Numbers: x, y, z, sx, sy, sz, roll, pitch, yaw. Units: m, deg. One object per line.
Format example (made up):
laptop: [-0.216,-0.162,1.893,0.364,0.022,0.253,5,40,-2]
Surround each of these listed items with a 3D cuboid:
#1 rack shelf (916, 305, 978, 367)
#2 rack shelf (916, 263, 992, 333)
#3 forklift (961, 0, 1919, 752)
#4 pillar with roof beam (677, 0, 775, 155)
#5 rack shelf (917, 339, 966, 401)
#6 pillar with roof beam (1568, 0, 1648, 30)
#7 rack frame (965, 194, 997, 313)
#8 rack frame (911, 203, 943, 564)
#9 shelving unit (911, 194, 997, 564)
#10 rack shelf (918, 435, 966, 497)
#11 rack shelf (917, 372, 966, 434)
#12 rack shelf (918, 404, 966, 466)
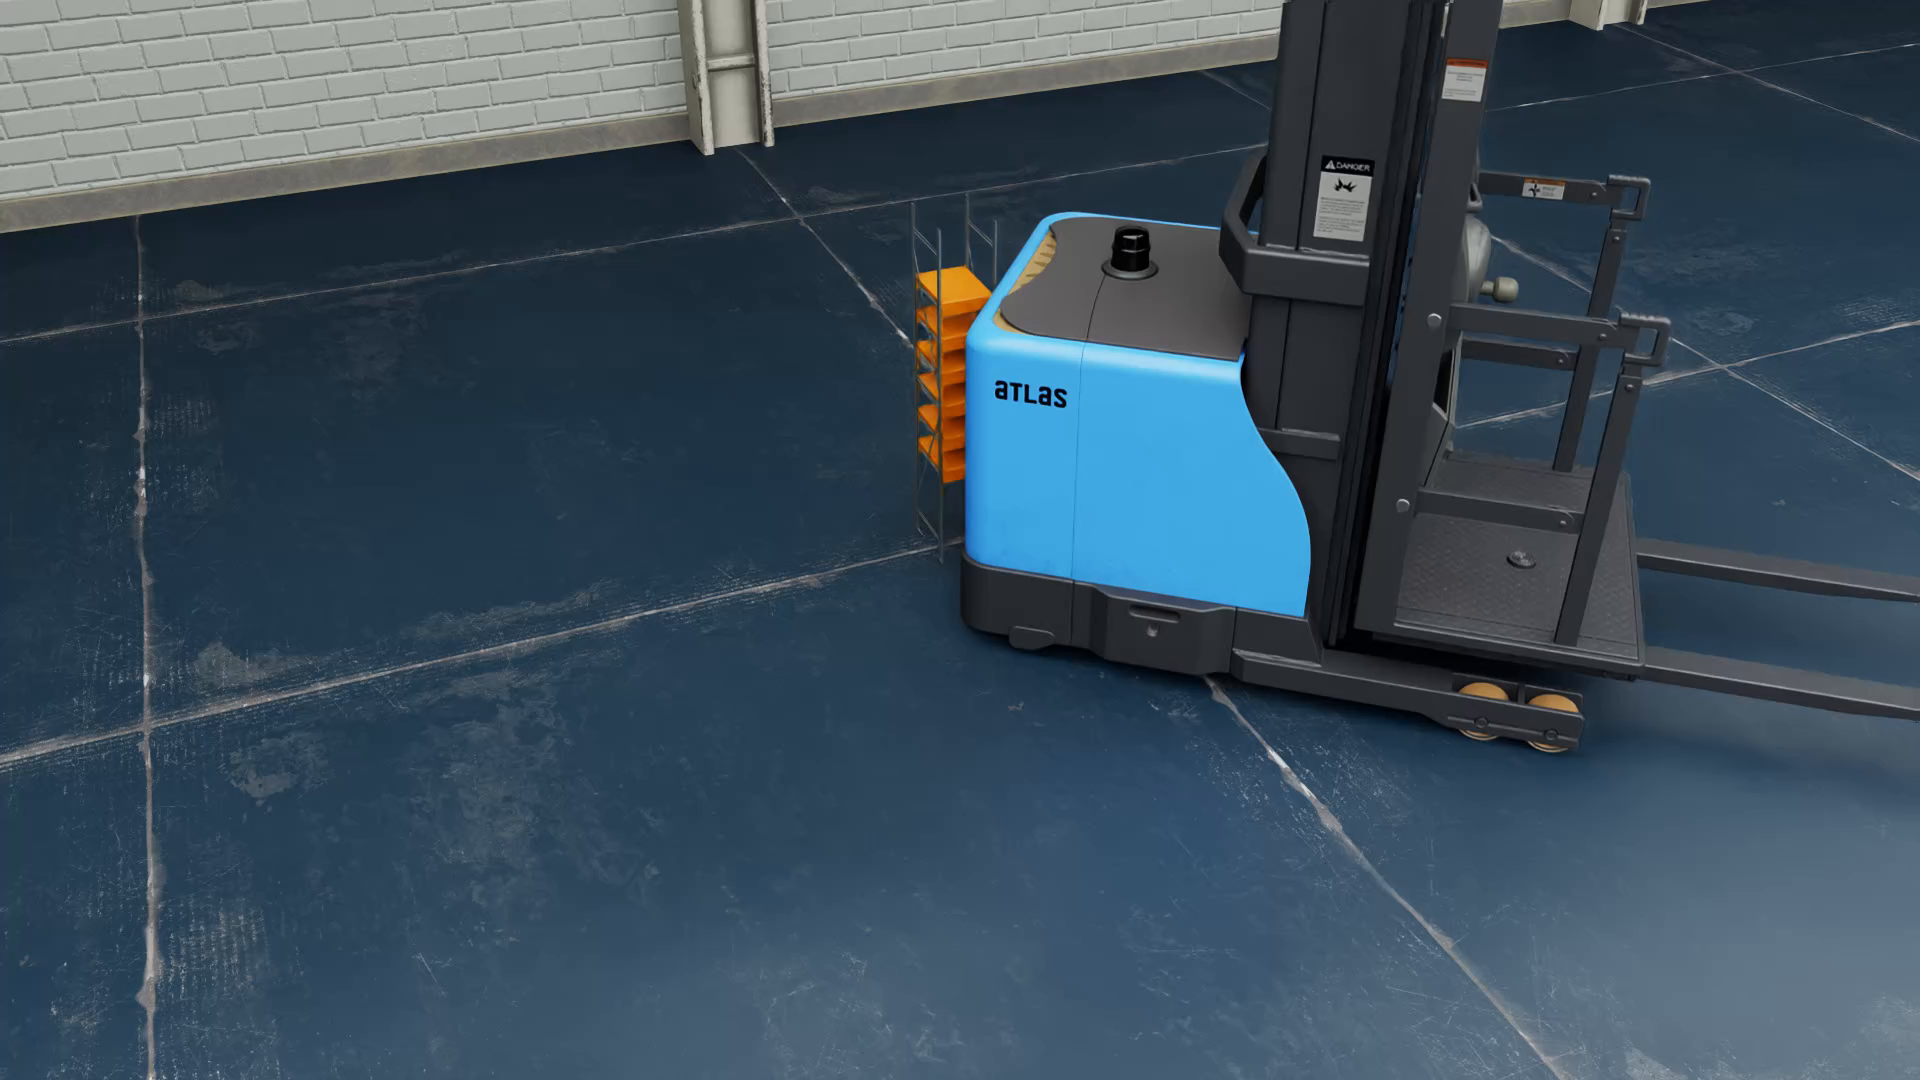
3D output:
rack shelf: [-0.020,-0.666,5.314,0.180,0.103,0.258,-12,35,-18]
rack shelf: [-0.020,-0.766,5.248,0.180,0.103,0.258,-12,35,-18]
forklift: [1.578,-0.939,4.506,3.031,2.935,1.130,9,34,14]
pillar with roof beam: [0.417,-3.791,3.325,0.400,9.000,9.100,-13,35,-19]
rack shelf: [-0.020,-0.565,5.379,0.180,0.103,0.258,-12,35,-18]
pillar with roof beam: [5.949,-5.058,5.272,0.400,9.000,9.100,-13,35,-19]
rack frame: [0.064,-0.521,5.449,0.006,1.200,0.240,-12,35,-18]
rack frame: [-0.105,-0.483,5.392,0.006,1.200,0.240,-12,35,-18]
shelving unit: [-0.020,-0.502,5.421,0.189,1.200,0.258,-12,35,-18]
rack shelf: [-0.021,-0.264,5.576,0.180,0.103,0.258,-12,35,-18]
rack shelf: [-0.020,-0.465,5.445,0.180,0.103,0.258,-12,35,-18]
rack shelf: [-0.021,-0.364,5.510,0.180,0.103,0.258,-12,35,-18]
